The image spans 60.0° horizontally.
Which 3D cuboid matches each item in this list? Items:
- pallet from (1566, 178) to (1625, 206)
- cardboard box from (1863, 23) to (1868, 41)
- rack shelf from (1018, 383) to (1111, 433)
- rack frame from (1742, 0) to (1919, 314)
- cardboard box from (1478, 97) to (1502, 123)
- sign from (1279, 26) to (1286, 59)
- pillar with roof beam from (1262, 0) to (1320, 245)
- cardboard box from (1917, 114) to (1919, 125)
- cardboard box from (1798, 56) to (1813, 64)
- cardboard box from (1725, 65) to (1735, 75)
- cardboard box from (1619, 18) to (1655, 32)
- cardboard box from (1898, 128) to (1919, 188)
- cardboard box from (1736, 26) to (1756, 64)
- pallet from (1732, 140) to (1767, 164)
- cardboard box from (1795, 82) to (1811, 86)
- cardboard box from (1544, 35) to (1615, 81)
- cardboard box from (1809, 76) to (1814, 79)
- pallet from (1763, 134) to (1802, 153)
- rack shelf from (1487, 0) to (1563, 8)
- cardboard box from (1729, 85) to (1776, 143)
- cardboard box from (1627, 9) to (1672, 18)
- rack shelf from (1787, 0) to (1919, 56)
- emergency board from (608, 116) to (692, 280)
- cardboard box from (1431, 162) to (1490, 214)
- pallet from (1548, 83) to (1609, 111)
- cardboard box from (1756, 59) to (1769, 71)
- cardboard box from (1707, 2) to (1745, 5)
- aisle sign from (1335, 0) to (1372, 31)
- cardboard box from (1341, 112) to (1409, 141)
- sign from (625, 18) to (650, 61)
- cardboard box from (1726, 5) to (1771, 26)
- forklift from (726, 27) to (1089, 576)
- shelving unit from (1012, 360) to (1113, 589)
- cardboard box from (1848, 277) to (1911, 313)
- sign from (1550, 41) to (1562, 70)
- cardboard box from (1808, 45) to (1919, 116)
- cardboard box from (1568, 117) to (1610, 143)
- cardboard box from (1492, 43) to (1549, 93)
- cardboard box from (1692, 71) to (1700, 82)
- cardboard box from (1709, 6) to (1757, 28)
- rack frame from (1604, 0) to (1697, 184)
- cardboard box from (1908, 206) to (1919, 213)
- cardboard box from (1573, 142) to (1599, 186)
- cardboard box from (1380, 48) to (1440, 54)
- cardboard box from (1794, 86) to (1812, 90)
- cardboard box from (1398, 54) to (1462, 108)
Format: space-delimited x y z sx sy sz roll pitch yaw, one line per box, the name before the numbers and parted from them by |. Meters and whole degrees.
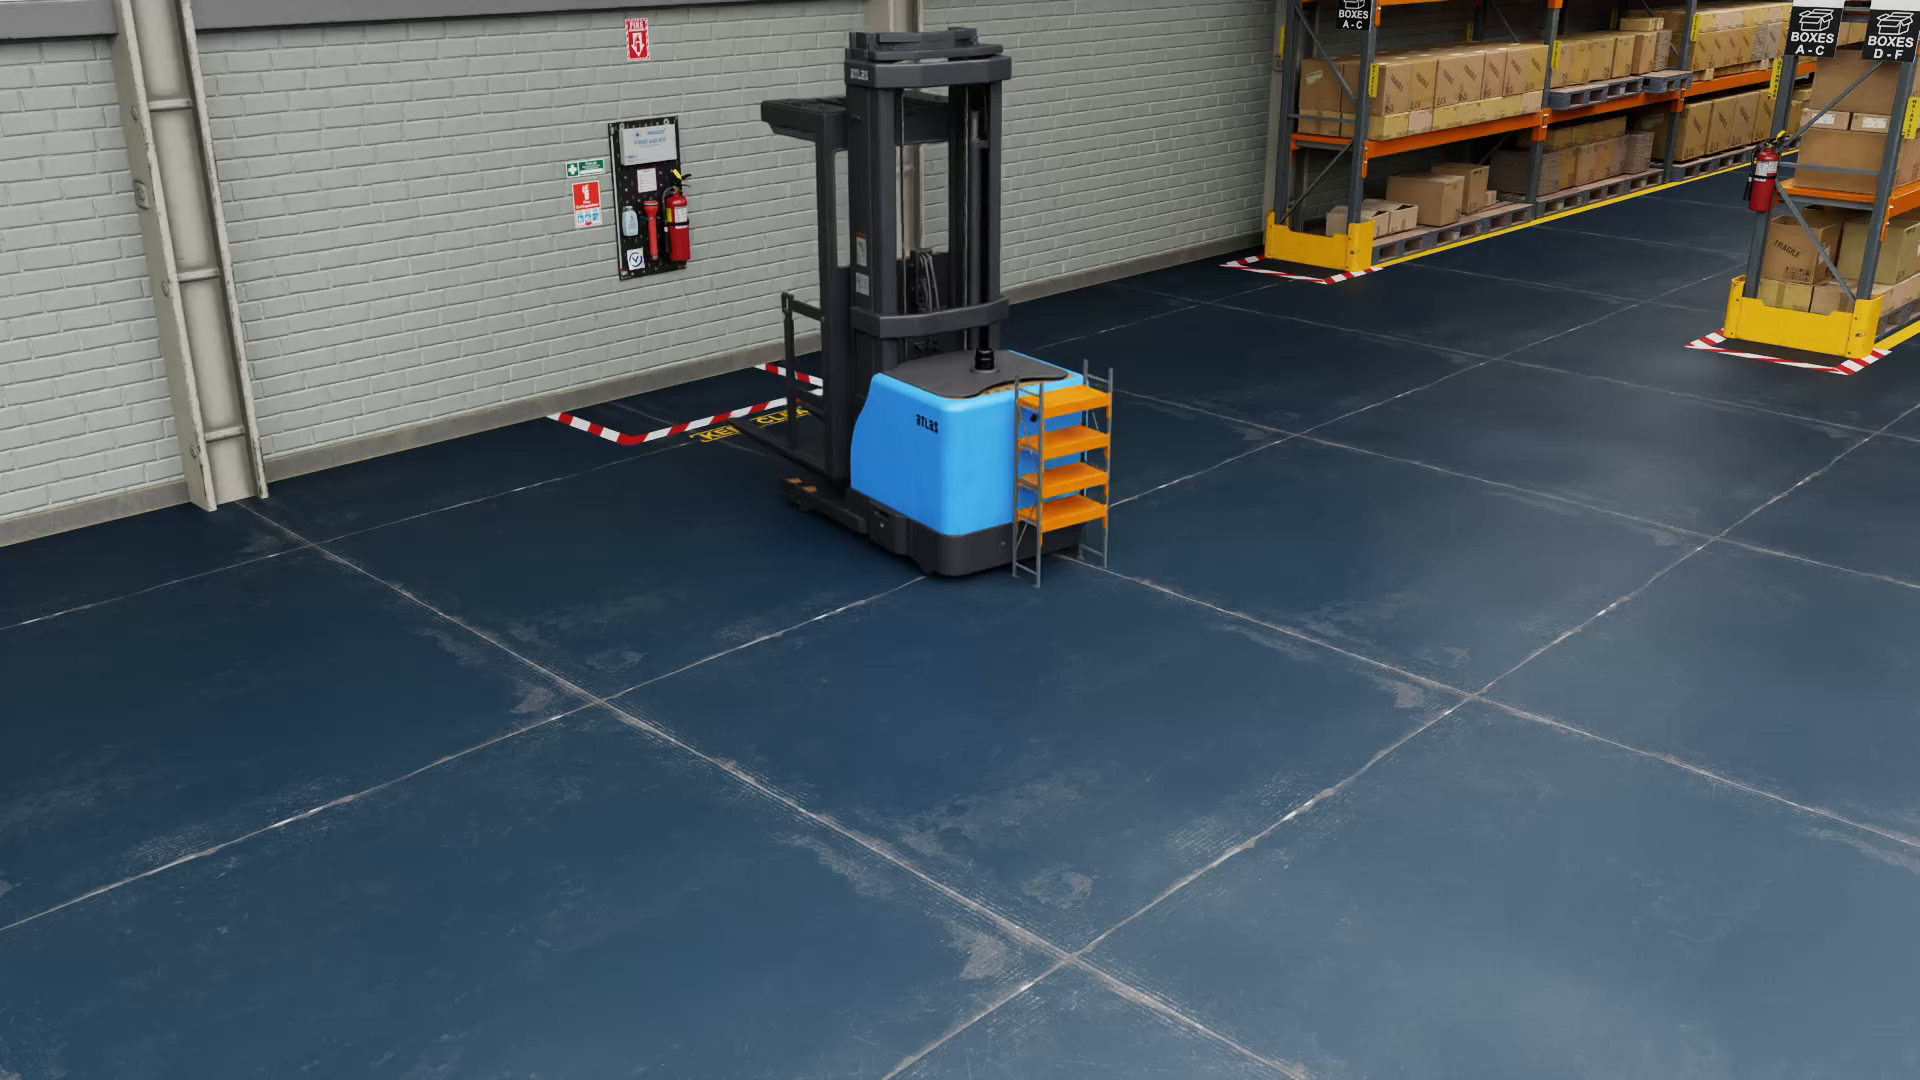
pallet | 7.950 -4.600 21.748 1.003 0.211 1.213 19 28 41
cardboard box | 14.579 -8.477 27.530 0.700 0.700 0.980 -19 28 -40
rack shelf | 0.573 -0.737 9.225 0.480 0.148 0.258 -14 25 -33
rack frame | 7.318 -3.119 14.008 1.000 3.000 0.127 19 28 41
cardboard box | 5.750 -4.868 18.741 0.500 0.250 0.500 19 28 40
sign | 3.383 -5.190 17.342 0.100 0.325 0.005 19 28 41
pillar with roof beam | 6.719 -6.477 14.383 9.100 9.000 0.400 19 28 41
cardboard box | 7.928 -3.584 14.174 0.380 0.149 0.250 18 28 39
cardboard box | 12.528 -7.718 25.555 0.700 0.700 0.980 -20 28 -41
cardboard box | 10.805 -6.730 23.725 0.380 0.149 0.250 19 28 41
cardboard box | 8.914 -6.786 21.893 0.380 0.149 0.250 14 25 32
cardboard box | 8.016 -3.419 14.648 0.500 0.500 0.700 -19 28 -41
cardboard box | 10.946 -7.065 23.693 0.500 0.500 0.500 -19 28 -41
pallet | 11.653 -5.924 25.192 1.003 0.211 1.213 19 28 41
cardboard box | 13.572 -7.353 27.020 0.380 0.149 0.250 20 28 41
cardboard box | 7.768 -6.079 20.957 0.500 0.500 0.700 -16 26 -35
cardboard box | 14.455 -7.680 27.869 0.380 0.149 0.250 20 28 41
pallet | 12.724 -6.317 26.214 1.003 0.211 1.213 19 28 41
rack shelf | 7.952 -6.964 20.835 1.077 0.370 4.000 19 28 41
cardboard box | 11.777 -6.435 25.048 0.750 0.750 0.750 20 28 41
cardboard box | 9.478 -7.140 22.844 0.500 0.250 0.500 -19 28 -41
rack shelf | 8.713 -4.697 14.936 1.077 0.370 4.000 19 28 41
emergency board | -2.302 -2.586 12.622 0.194 1.169 0.643 19 28 41
cardboard box | 5.861 -4.148 19.556 0.500 0.500 0.500 17 27 37
pallet | 7.194 -5.456 20.357 1.003 0.211 1.213 19 28 41
cardboard box | 11.590 -6.968 24.345 0.380 0.149 0.250 19 28 41
cardboard box | 11.270 -7.798 24.555 0.500 0.250 0.500 20 28 41
aisle sign | 3.931 -5.478 16.521 0.394 0.787 0.004 19 28 41
cardboard box | 4.334 -4.343 17.374 0.500 0.250 0.500 18 28 39
sign | -2.379 -3.691 12.266 0.001 0.298 0.199 19 28 41
cardboard box | 11.276 -7.543 23.891 0.500 0.250 0.500 -19 28 -41
forklift | -0.502 -1.635 10.243 1.130 2.935 3.031 -14 25 -33
shelving unit | 0.573 -0.371 9.366 0.503 1.200 0.258 -14 25 -33
cardboard box | 8.198 -2.243 14.977 0.500 0.250 0.500 19 28 41
sign | 6.951 -5.656 19.403 0.100 0.325 0.005 19 28 41
cardboard box | 7.690 -3.901 14.097 0.700 0.500 0.500 19 28 41
cardboard box | 8.085 -5.340 21.613 0.500 0.250 0.500 19 28 40
cardboard box | 6.449 -5.476 19.278 0.500 0.500 0.500 19 28 41
cardboard box | 9.925 -6.395 22.855 0.250 0.149 0.380 -20 29 -41
cardboard box | 10.921 -7.412 23.550 0.500 0.250 0.500 19 28 40
rack frame | 9.347 -6.414 22.581 1.000 3.000 0.127 19 28 41
cardboard box | 8.900 -2.849 15.507 0.500 0.500 0.500 19 28 41
cardboard box | 7.768 -4.884 21.472 0.700 0.500 0.500 20 28 41
cardboard box | 5.010 -5.212 18.589 0.500 0.500 0.500 -20 29 -41
cardboard box | 13.466 -7.118 26.406 0.380 0.149 0.250 18 28 39
cardboard box | 5.032 -4.950 17.909 0.500 0.500 0.500 18 27 39
